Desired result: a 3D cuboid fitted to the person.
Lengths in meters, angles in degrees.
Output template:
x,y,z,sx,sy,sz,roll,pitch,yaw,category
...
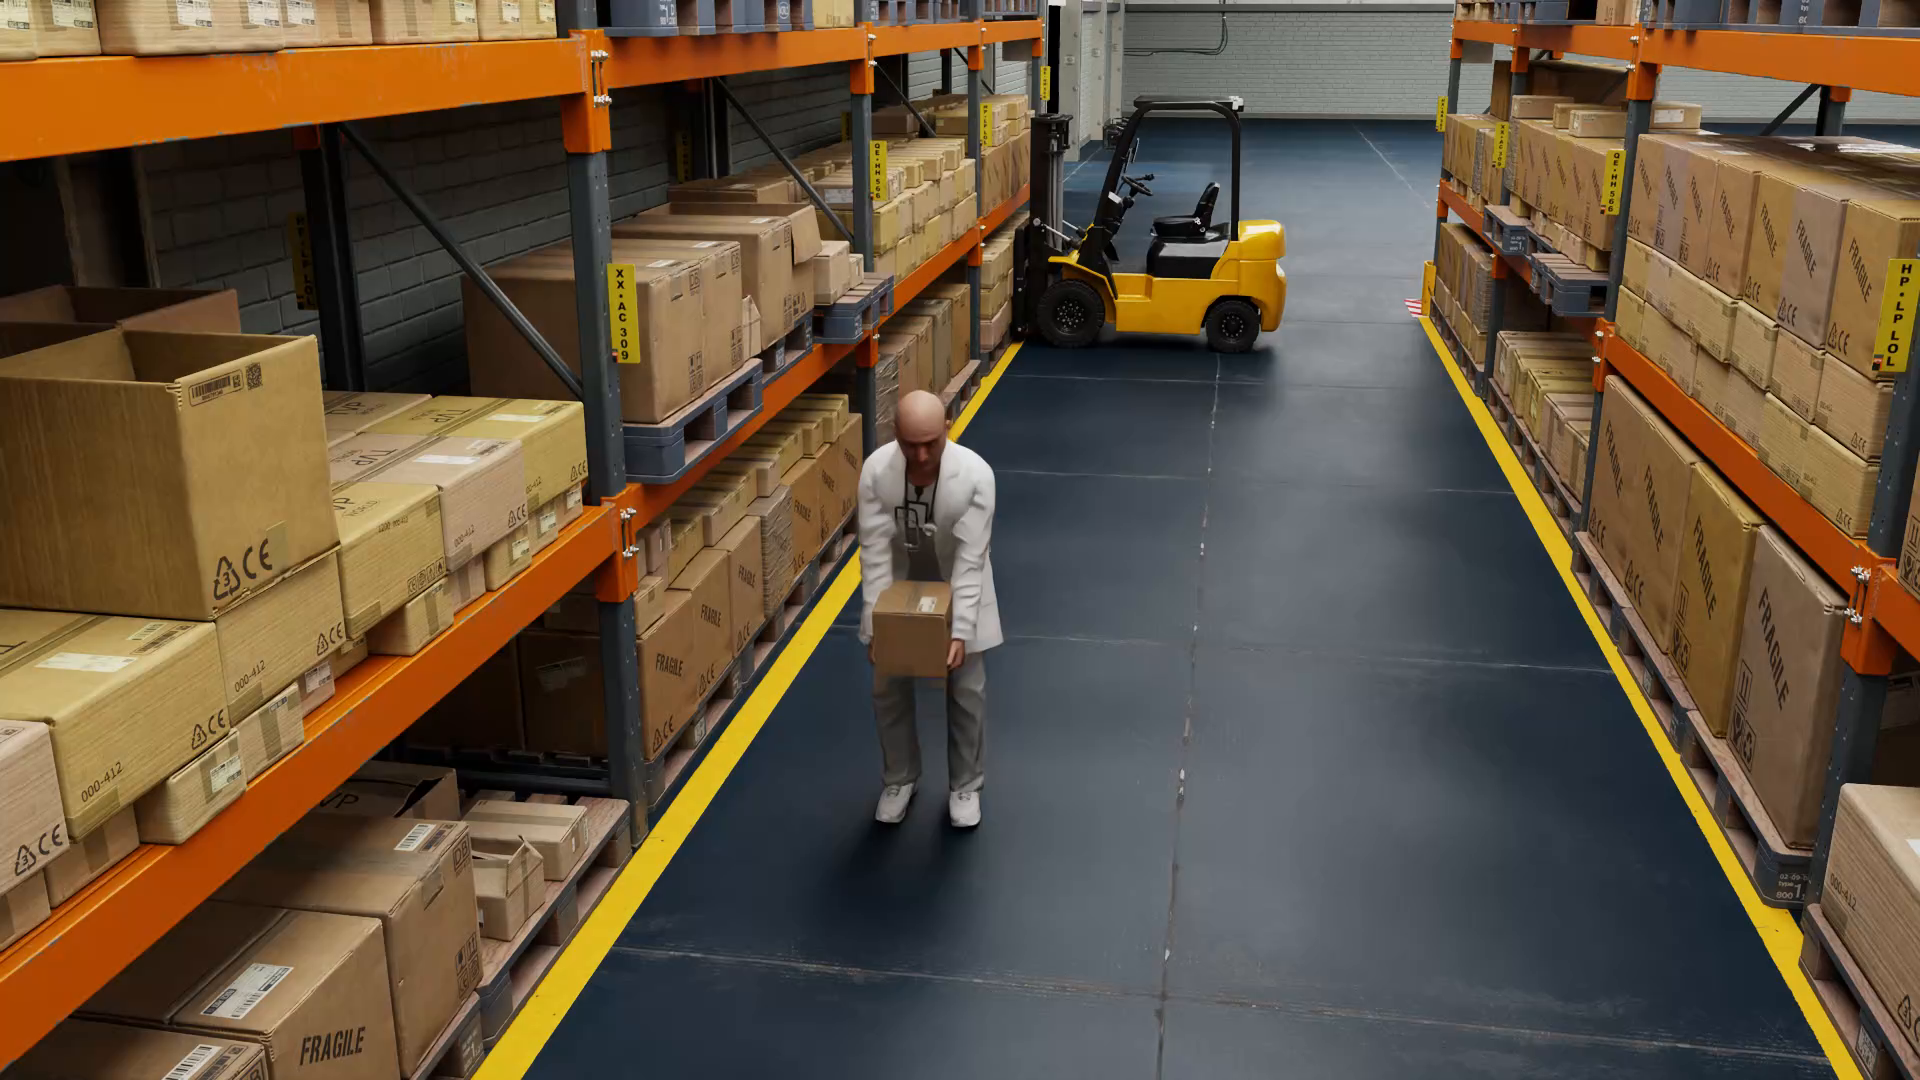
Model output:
x,y,z,sx,sy,sz,roll,pitch,yaw,category
-0.124,0.247,5.970,0.540,1.680,0.628,2,18,8,person
